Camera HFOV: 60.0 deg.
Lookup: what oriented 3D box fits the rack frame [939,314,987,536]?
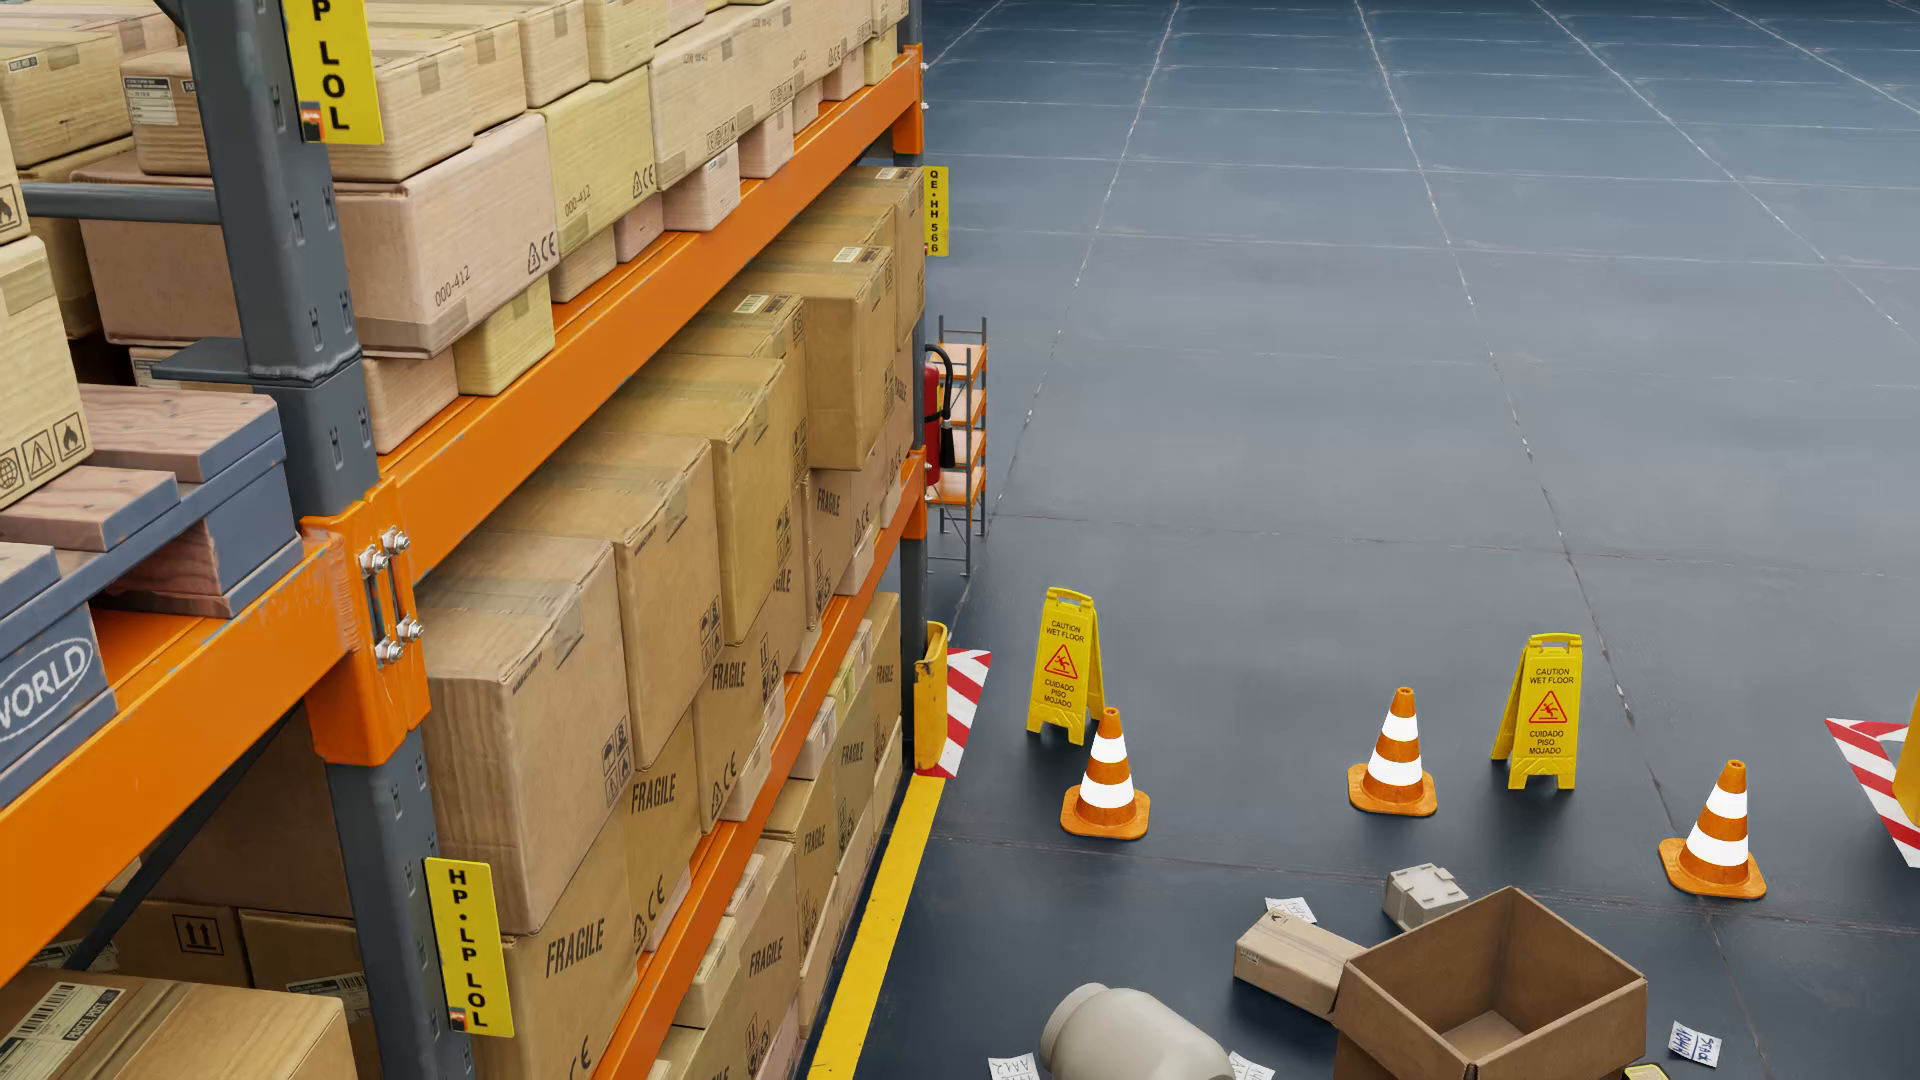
[{"bbox_3d":[0.013,-0.576,8.566,0.240,1.200,0.015,4,25,9],"label":"rack frame"}]

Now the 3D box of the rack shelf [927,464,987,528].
[{"bbox_3d":[-0.027,-0.233,8.460,0.258,0.148,0.480,4,25,9],"label":"rack shelf"}]

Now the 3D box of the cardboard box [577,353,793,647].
[{"bbox_3d":[-0.790,-0.114,3.806,0.700,0.500,0.500,3,25,7],"label":"cardboard box"}]

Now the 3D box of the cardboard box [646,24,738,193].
[{"bbox_3d":[-0.778,-0.907,3.437,0.500,0.250,0.500,4,25,9],"label":"cardboard box"}]

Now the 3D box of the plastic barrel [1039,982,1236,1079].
[{"bbox_3d":[0.520,1.571,4.894,0.421,0.421,0.512,-20,32,-36],"label":"plastic barrel"}]

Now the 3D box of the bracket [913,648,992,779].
[{"bbox_3d":[-0.604,0.689,7.278,1.378,0.001,1.079,4,25,9],"label":"bracket"}]

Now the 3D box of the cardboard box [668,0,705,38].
[{"bbox_3d":[-0.757,-1.155,3.497,0.380,0.149,0.250,4,25,8],"label":"cardboard box"}]

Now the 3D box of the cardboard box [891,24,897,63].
[{"bbox_3d":[-0.418,-1.641,5.475,0.380,0.149,0.250,4,25,9],"label":"cardboard box"}]

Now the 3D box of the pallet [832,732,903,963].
[{"bbox_3d":[-0.816,1.067,6.220,1.003,0.211,1.213,4,25,9],"label":"pallet"}]

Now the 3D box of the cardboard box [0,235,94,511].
[{"bbox_3d":[-1.242,-0.118,1.607,0.500,0.250,0.500,4,25,7],"label":"cardboard box"}]

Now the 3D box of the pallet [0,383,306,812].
[{"bbox_3d":[-1.496,0.086,1.712,1.213,0.211,1.003,4,25,9],"label":"pallet"}]

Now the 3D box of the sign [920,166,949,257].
[{"bbox_3d":[-3.740,-0.998,2.291,6.174,3.135,7.992,4,25,9],"label":"sign"}]

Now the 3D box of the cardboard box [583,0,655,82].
[{"bbox_3d":[-0.781,-0.935,3.027,0.380,0.149,0.250,4,25,8],"label":"cardboard box"}]

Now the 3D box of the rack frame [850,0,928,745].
[{"bbox_3d":[-0.636,-0.565,6.418,1.000,3.000,0.127,4,25,9],"label":"rack frame"}]

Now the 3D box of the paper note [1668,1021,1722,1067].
[{"bbox_3d":[2.340,1.602,5.293,0.144,0.017,0.142,13,28,26],"label":"paper note"}]

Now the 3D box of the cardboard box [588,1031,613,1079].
[{"bbox_3d":[-0.932,1.003,3.364,0.380,0.149,0.250,5,26,10],"label":"cardboard box"}]

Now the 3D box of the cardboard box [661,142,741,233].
[{"bbox_3d":[-0.699,-0.783,3.642,0.380,0.149,0.250,4,25,7],"label":"cardboard box"}]

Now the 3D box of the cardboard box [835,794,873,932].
[{"bbox_3d":[-0.595,1.063,5.688,0.500,0.250,0.500,4,25,9],"label":"cardboard box"}]

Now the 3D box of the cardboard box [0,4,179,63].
[{"bbox_3d":[-1.486,-0.759,2.651,0.380,0.149,0.250,3,25,7],"label":"cardboard box"}]

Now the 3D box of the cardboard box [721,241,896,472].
[{"bbox_3d":[-0.576,-0.537,4.711,0.700,0.500,0.500,4,25,8],"label":"cardboard box"}]

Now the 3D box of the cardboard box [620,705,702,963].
[{"bbox_3d":[-0.884,0.552,3.563,0.500,0.500,0.500,4,25,8],"label":"cardboard box"}]

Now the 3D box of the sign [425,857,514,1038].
[{"bbox_3d":[-0.741,0.621,2.519,0.100,0.325,0.005,4,25,9],"label":"sign"}]

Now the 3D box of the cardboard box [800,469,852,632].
[{"bbox_3d":[-0.624,-0.080,4.915,0.500,0.500,0.500,4,25,8],"label":"cardboard box"}]

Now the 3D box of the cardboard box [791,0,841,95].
[{"bbox_3d":[-0.617,-1.330,4.340,0.500,0.250,0.500,5,25,10],"label":"cardboard box"}]

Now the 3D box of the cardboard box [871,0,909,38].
[{"bbox_3d":[-0.454,-1.757,5.254,0.500,0.250,0.500,4,25,8],"label":"cardboard box"}]

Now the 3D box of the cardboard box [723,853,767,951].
[{"bbox_3d":[-0.724,0.926,4.332,0.380,0.149,0.250,5,26,12],"label":"cardboard box"}]

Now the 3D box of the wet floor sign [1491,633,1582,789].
[{"bbox_3d":[2.315,0.653,6.594,0.267,0.644,0.232,0,25,-1],"label":"wet floor sign"}]

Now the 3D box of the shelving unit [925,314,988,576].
[{"bbox_3d":[-0.027,-0.474,8.348,0.258,1.200,0.503,4,25,9],"label":"shelving unit"}]

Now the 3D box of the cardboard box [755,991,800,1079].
[{"bbox_3d":[-0.767,1.489,4.778,0.500,0.250,0.500,4,25,8],"label":"cardboard box"}]

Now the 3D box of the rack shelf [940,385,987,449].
[{"bbox_3d":[-0.027,-0.616,8.281,0.258,0.148,0.480,4,25,9],"label":"rack shelf"}]

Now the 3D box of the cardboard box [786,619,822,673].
[{"bbox_3d":[-0.626,0.260,4.952,0.380,0.149,0.250,4,25,8],"label":"cardboard box"}]

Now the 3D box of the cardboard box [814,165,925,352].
[{"bbox_3d":[-0.504,-0.969,5.633,0.700,0.500,0.500,3,25,7],"label":"cardboard box"}]

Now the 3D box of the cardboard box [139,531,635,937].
[{"bbox_3d":[-1.004,0.307,2.909,0.700,0.500,0.500,4,25,8],"label":"cardboard box"}]

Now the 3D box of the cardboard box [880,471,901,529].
[{"bbox_3d":[-0.418,-0.166,5.863,0.380,0.149,0.250,4,25,8],"label":"cardboard box"}]

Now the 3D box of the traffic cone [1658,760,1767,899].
[{"bbox_3d":[2.776,1.009,6.049,0.336,0.463,0.334,4,25,9],"label":"traffic cone"}]

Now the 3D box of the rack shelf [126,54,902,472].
[{"bbox_3d":[-0.963,-0.849,4.106,0.919,0.124,3.809,4,25,9],"label":"rack shelf"}]

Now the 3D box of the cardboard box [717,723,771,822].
[{"bbox_3d":[-0.703,0.578,4.273,0.380,0.149,0.250,4,25,9],"label":"cardboard box"}]

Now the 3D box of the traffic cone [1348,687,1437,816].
[{"bbox_3d":[1.717,0.788,6.520,0.336,0.463,0.334,4,25,9],"label":"traffic cone"}]

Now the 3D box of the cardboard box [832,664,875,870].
[{"bbox_3d":[-0.592,0.723,5.532,0.500,0.500,0.500,5,26,10],"label":"cardboard box"}]

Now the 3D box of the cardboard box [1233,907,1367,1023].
[{"bbox_3d":[1.143,1.414,5.553,0.380,0.149,0.250,19,31,35],"label":"cardboard box"}]

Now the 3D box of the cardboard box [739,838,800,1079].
[{"bbox_3d":[-0.765,1.154,4.609,0.500,0.500,0.500,5,26,11],"label":"cardboard box"}]

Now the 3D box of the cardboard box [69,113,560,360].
[{"bbox_3d":[-0.948,-0.482,2.529,0.500,0.250,0.500,3,25,7],"label":"cardboard box"}]

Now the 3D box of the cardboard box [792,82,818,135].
[{"bbox_3d":[-0.605,-1.217,4.569,0.380,0.149,0.250,4,25,8],"label":"cardboard box"}]

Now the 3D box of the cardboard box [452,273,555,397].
[{"bbox_3d":[-0.896,-0.355,2.729,0.380,0.149,0.250,4,25,9],"label":"cardboard box"}]

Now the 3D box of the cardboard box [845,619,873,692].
[{"bbox_3d":[-0.503,0.368,5.523,0.380,0.149,0.250,5,26,10],"label":"cardboard box"}]

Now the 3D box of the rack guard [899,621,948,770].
[{"bbox_3d":[-0.648,0.599,6.880,1.175,0.500,0.348,4,25,9],"label":"rack guard"}]
